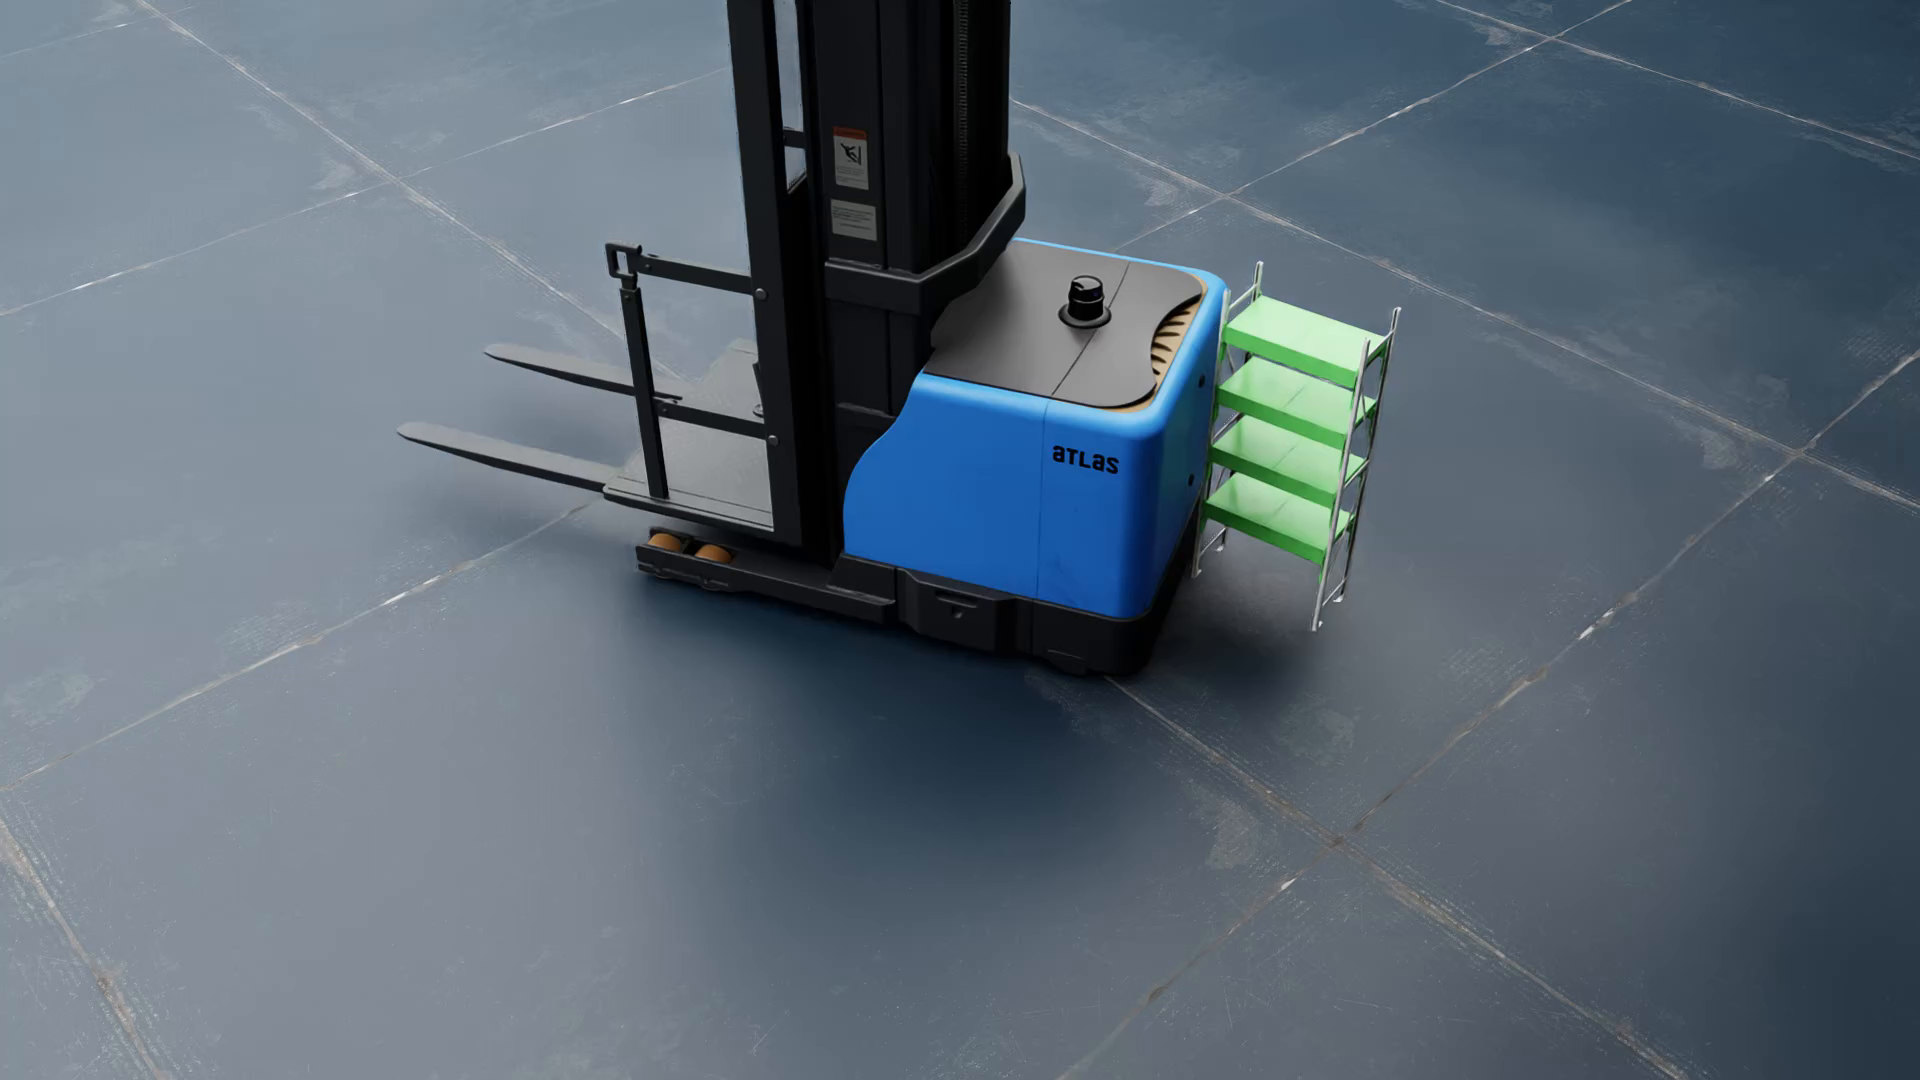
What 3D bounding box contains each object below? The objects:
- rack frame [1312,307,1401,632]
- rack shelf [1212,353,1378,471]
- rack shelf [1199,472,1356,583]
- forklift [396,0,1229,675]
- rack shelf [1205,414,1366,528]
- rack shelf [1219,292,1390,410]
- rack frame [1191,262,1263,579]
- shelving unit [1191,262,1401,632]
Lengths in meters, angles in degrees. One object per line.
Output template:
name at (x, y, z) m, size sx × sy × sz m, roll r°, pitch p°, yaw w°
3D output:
rack frame at (1.315, -0.206, 5.550) m, size 0.015 × 1.200 × 0.240 m, roll 25°, pitch 45°, yaw 27°
rack shelf at (1.118, -0.434, 5.552) m, size 0.480 × 0.148 × 0.258 m, roll 25°, pitch 45°, yaw 27°
rack shelf at (1.118, -0.060, 5.853) m, size 0.480 × 0.148 × 0.258 m, roll 25°, pitch 45°, yaw 27°
forklift at (-0.641, -1.252, 5.468) m, size 3.031 × 2.935 × 1.130 m, roll 13°, pitch 41°, yaw 16°
rack shelf at (1.118, -0.247, 5.702) m, size 0.480 × 0.148 × 0.258 m, roll 25°, pitch 45°, yaw 27°
rack shelf at (1.118, -0.620, 5.401) m, size 0.480 × 0.148 × 0.258 m, roll 25°, pitch 45°, yaw 27°
rack frame at (0.921, -0.387, 5.774) m, size 0.015 × 1.200 × 0.240 m, roll 25°, pitch 45°, yaw 27°
shelving unit at (1.118, -0.297, 5.662) m, size 0.503 × 1.200 × 0.258 m, roll 25°, pitch 45°, yaw 27°
